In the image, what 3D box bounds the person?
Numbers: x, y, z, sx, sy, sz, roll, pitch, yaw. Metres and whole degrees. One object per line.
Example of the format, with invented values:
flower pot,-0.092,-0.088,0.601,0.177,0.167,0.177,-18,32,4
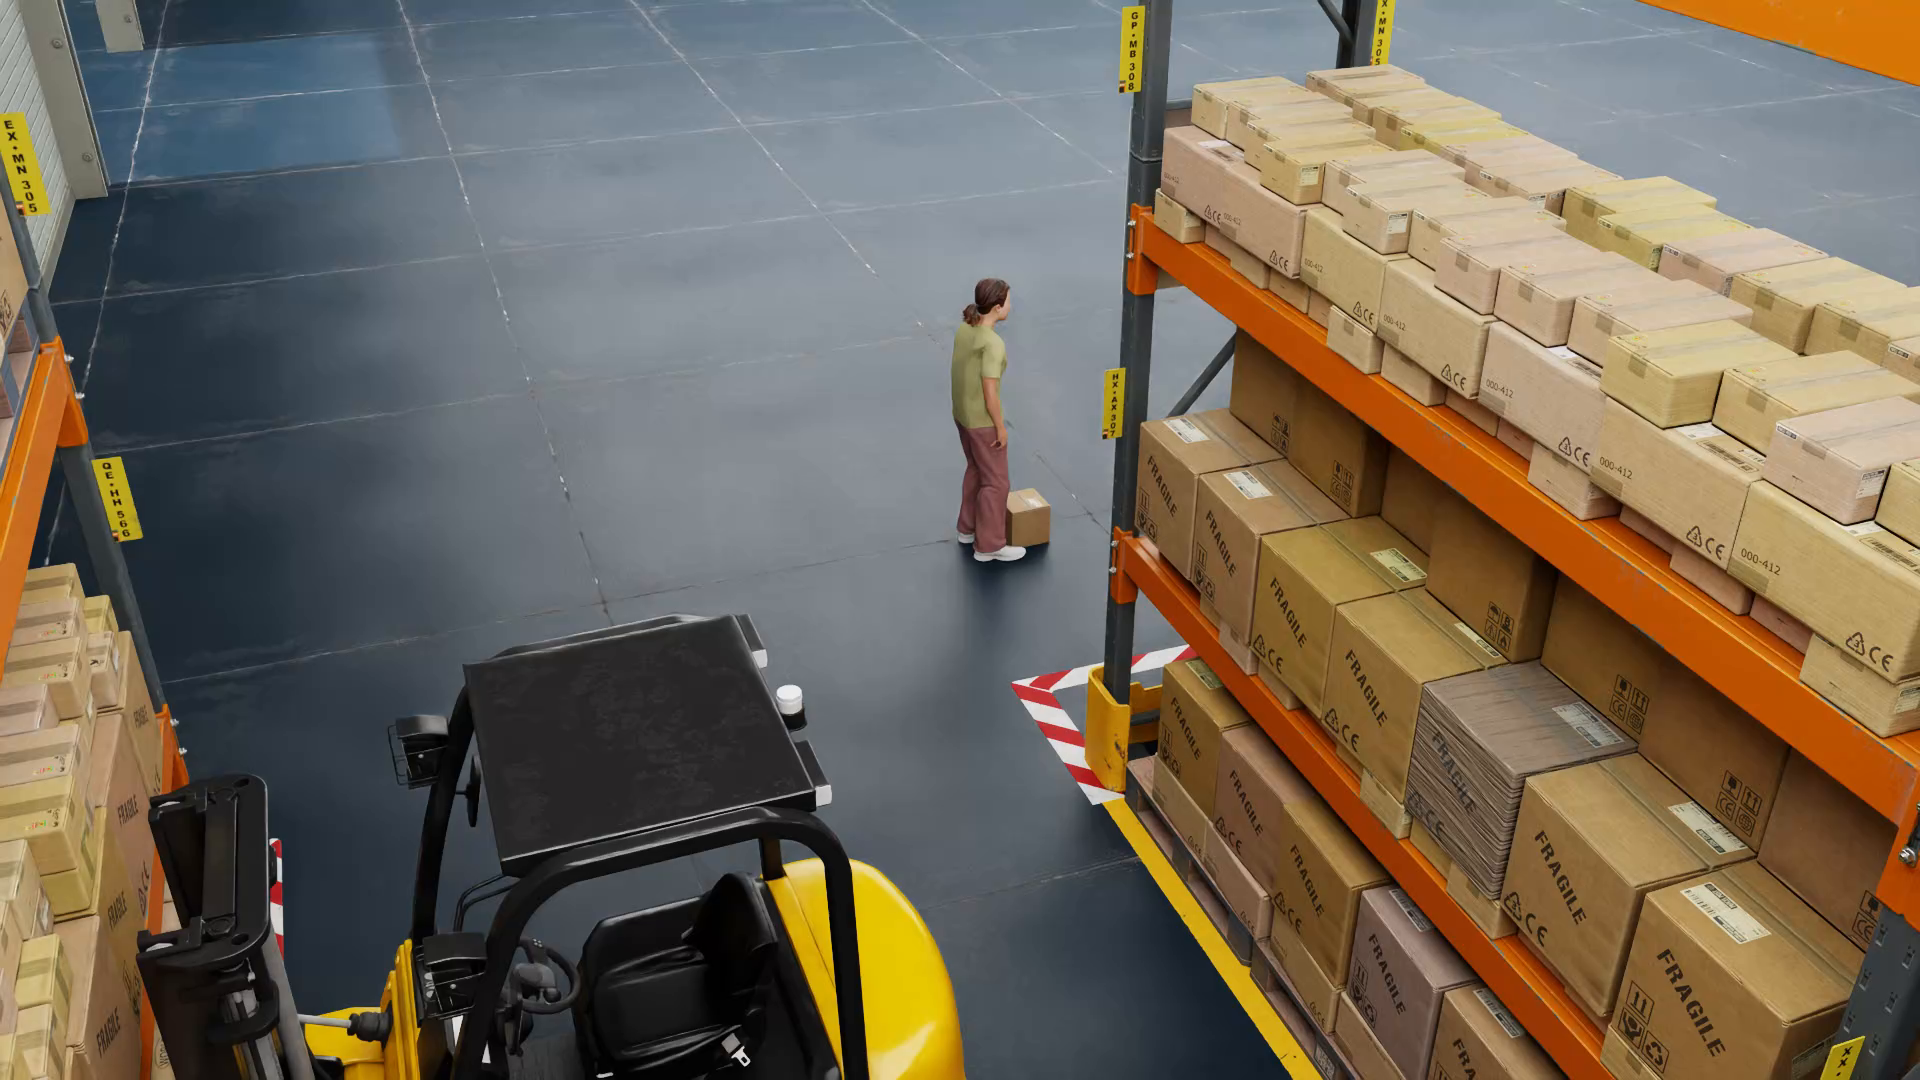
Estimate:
person,0.143,-0.697,9.552,0.357,1.671,0.516,-12,32,-21
